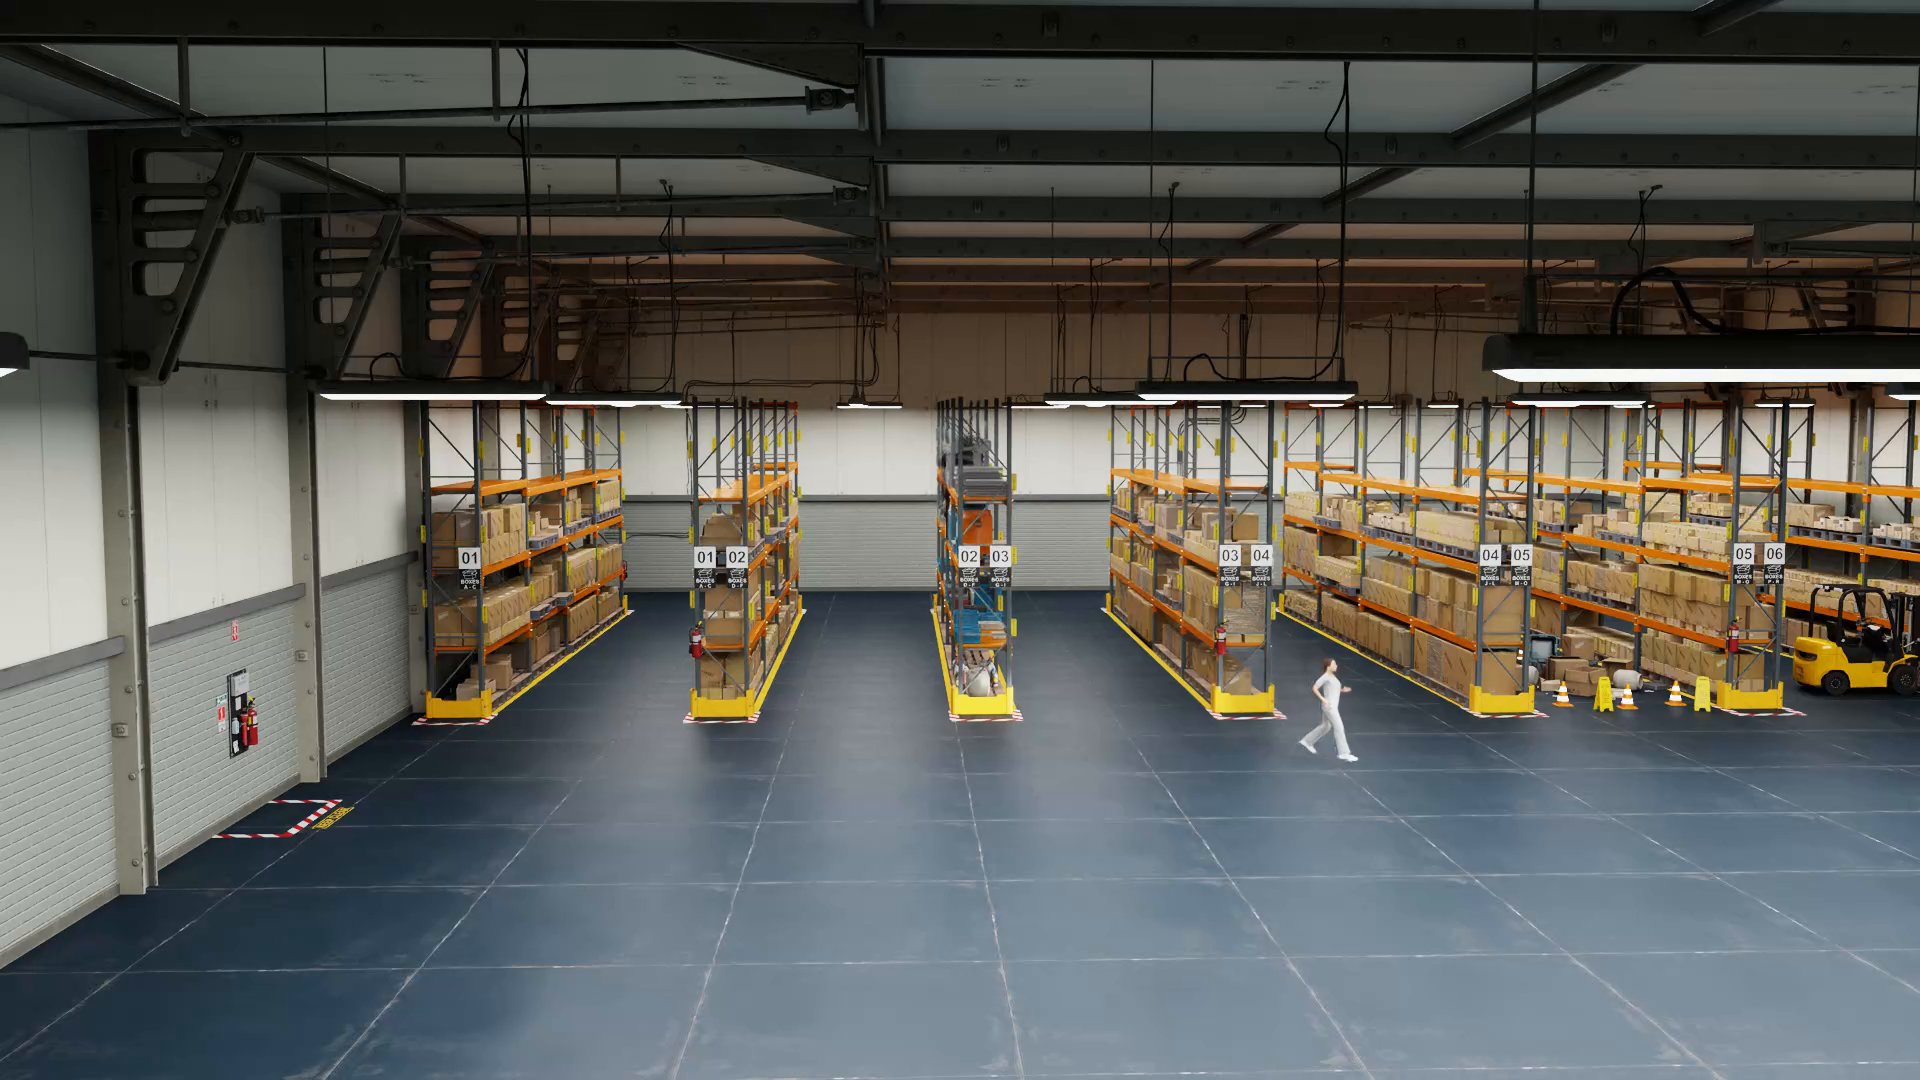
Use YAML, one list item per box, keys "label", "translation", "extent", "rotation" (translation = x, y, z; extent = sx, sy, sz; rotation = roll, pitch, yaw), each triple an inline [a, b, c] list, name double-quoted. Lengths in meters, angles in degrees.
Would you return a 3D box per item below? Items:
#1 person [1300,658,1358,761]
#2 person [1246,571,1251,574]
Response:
- label: "person"
  translation: [6.064, 2.754, 27.297]
  extent: [0.966, 1.659, 0.562]
  rotation: [2, 5, 24]
- label: "person"
  translation: [8.028, 1.369, 44.908]
  extent: [0.696, 1.824, 0.914]
  rotation: [1, 4, 7]
